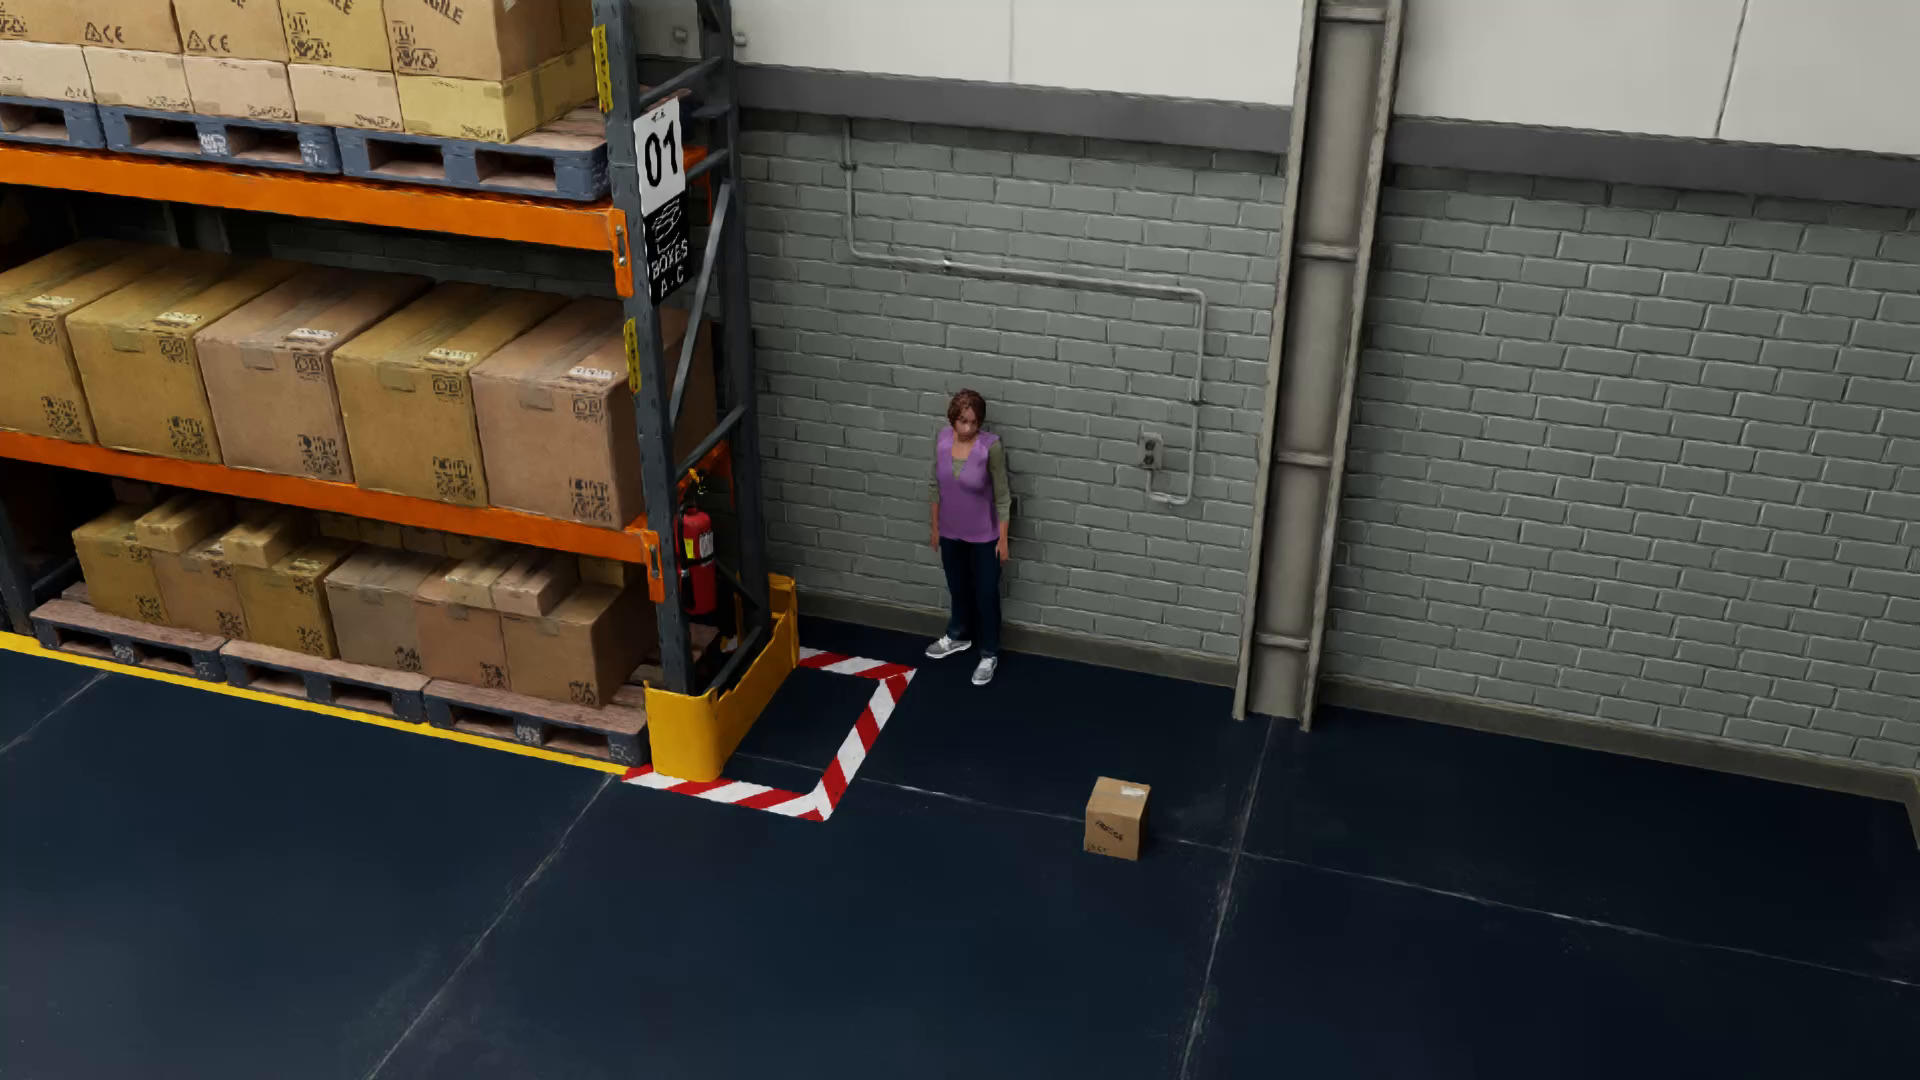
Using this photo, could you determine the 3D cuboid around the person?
[{"bbox_3d":[0.040,-0.032,8.511,0.484,1.600,0.372,15,33,24],"label":"person"}]
